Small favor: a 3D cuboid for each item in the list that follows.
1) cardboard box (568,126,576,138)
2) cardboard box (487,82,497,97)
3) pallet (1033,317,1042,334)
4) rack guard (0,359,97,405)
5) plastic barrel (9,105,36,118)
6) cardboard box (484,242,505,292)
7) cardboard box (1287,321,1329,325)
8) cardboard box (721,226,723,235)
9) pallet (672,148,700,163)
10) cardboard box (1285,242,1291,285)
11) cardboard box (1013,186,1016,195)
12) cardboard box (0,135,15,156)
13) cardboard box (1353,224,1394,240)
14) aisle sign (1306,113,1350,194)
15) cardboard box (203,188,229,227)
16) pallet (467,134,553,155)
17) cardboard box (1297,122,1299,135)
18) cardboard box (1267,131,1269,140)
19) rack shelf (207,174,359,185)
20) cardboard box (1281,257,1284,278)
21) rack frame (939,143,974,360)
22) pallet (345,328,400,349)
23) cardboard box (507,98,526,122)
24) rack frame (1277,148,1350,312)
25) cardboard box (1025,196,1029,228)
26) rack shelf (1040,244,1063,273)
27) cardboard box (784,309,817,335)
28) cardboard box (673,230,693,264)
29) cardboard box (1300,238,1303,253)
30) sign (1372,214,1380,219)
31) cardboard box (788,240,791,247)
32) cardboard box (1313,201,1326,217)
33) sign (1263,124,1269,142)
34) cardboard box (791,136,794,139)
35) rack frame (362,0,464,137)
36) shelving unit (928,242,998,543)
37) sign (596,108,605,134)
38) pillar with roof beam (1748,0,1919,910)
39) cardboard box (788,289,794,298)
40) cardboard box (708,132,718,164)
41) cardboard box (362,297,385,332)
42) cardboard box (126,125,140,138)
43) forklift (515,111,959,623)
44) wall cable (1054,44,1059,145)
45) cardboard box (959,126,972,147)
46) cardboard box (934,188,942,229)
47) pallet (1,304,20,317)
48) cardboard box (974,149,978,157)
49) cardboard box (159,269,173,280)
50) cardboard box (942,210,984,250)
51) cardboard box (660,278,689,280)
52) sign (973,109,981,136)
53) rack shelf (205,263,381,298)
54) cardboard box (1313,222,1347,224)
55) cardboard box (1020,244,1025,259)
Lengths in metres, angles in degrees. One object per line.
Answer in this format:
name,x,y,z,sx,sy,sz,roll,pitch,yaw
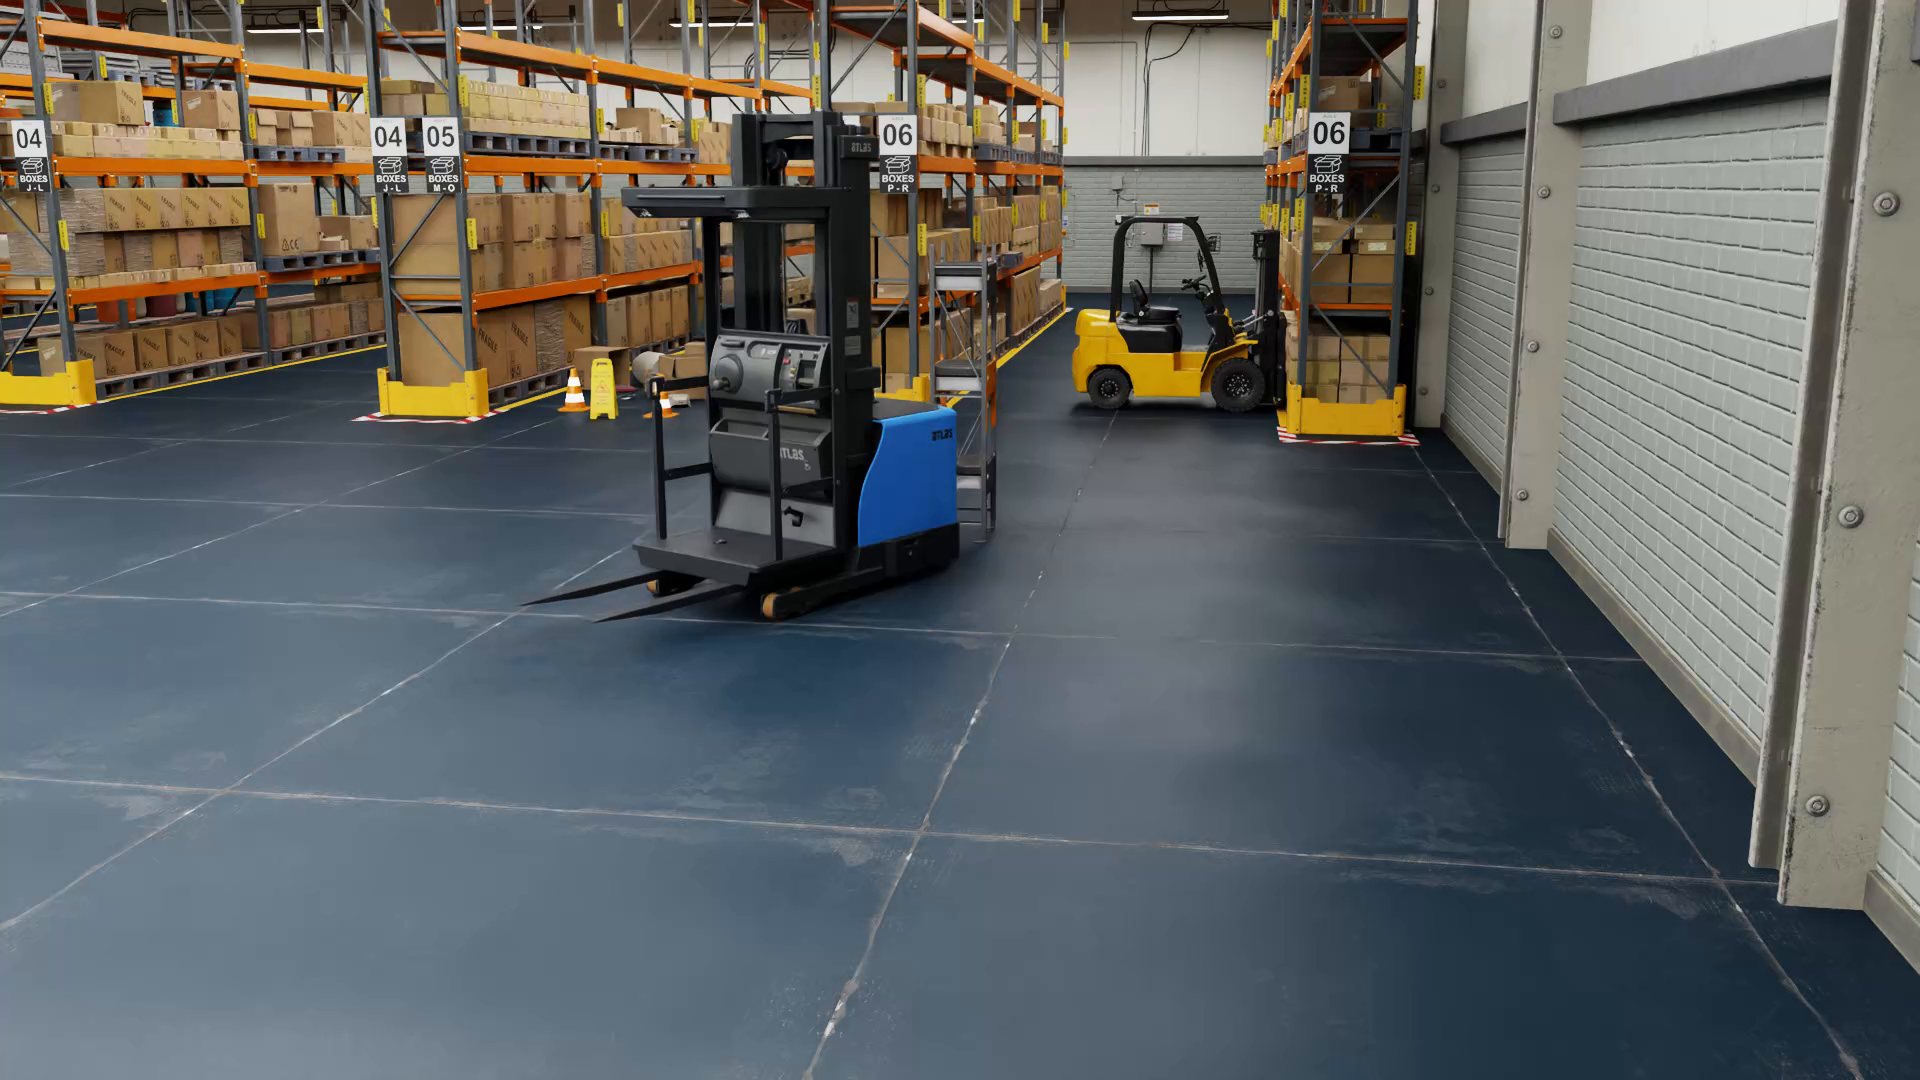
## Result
cardboard box,-5.048,-5.118,20.864,0.380,0.149,0.250,2,12,10
cardboard box,-5.402,-5.032,18.573,0.380,0.149,0.250,2,12,8
pallet,0.862,-3.713,28.719,1.003,0.211,1.213,2,12,9
rack guard,-10.720,-1.856,19.418,1.175,0.500,0.348,2,12,9
plastic barrel,-14.736,-6.435,26.423,0.600,0.901,0.600,0,12,0
cardboard box,-5.771,-3.147,19.121,0.875,0.550,0.550,2,12,9
cardboard box,3.954,-2.354,18.951,0.500,0.250,0.500,2,12,8
cardboard box,-4.146,-5.136,27.597,0.380,0.149,0.250,2,12,8
pallet,-4.662,-5.784,25.039,1.213,0.211,1.003,2,12,11
cardboard box,4.255,-3.378,20.312,0.500,0.500,0.500,2,12,7
cardboard box,0.787,-6.219,29.582,0.380,0.149,0.250,2,12,10
cardboard box,-10.908,-4.563,19.285,0.500,0.250,0.500,2,12,10
cardboard box,4.229,-3.155,17.030,0.380,0.149,0.250,2,12,8
aisle sign,3.665,-3.847,16.555,0.394,0.787,0.004,2,12,9
cardboard box,-9.989,-4.371,21.838,0.500,0.500,0.500,2,12,9
pallet,-5.557,-4.713,19.831,1.003,0.211,1.213,2,12,9
cardboard box,4.094,-4.768,19.237,0.380,0.149,0.250,2,12,10
cardboard box,5.332,-6.774,27.841,0.380,0.149,0.250,2,12,10
rack shelf,-13.472,-7.251,33.108,1.077,0.370,4.000,2,12,9
cardboard box,4.472,-3.558,21.740,0.500,0.250,0.500,2,12,8
rack frame,-0.324,-3.573,21.455,1.000,3.000,0.127,2,12,9
pallet,-9.623,-3.201,26.347,1.003,0.211,1.213,2,12,9
cardboard box,-5.364,-4.976,19.257,0.500,0.250,0.500,2,12,8
rack frame,5.196,-4.246,24.576,1.000,3.000,0.127,2,12,9
cardboard box,0.851,-5.354,27.107,0.500,0.500,0.500,2,12,10
rack shelf,1.214,-5.303,31.190,1.077,0.370,4.000,2,12,9
cardboard box,-2.088,-2.773,21.877,0.500,0.500,0.500,2,12,9
cardboard box,-4.420,-4.492,25.479,0.500,0.500,0.500,2,12,9
cardboard box,3.752,-3.082,17.398,0.380,0.149,0.250,2,12,10
sign,5.130,-3.858,20.530,0.100,0.325,0.005,2,12,9
cardboard box,-3.466,-5.690,31.872,0.380,0.149,0.250,2,12,10
cardboard box,6.303,-5.819,29.743,0.500,0.500,0.500,2,12,7
sign,5.890,-7.823,31.976,0.100,0.325,0.005,2,12,9
cardboard box,-3.374,-7.699,31.700,0.380,0.149,0.250,2,12,10
rack frame,-5.846,-5.813,17.605,1.000,3.000,0.127,2,12,9
shelving unit,0.025,-1.061,11.932,0.431,2.100,0.503,2,12,9
sign,-4.682,-5.453,21.640,0.100,0.325,0.005,2,12,9
pillar with roof beam,-1.136,-3.271,5.809,9.100,9.000,0.400,2,12,9
cardboard box,-3.402,-4.721,31.845,0.380,0.149,0.250,2,12,9
cardboard box,-4.195,-6.275,26.634,0.500,0.500,0.500,2,12,9
cardboard box,-9.584,-3.580,26.375,0.700,0.500,0.500,1,12,6
cardboard box,-10.227,-4.969,20.221,0.380,0.149,0.250,1,12,6
forklift,-1.302,-1.073,10.016,1.130,2.935,3.031,9,15,37
wall cable,2.118,-10.197,37.950,0.463,3.000,0.029,2,12,9
cardboard box,-0.126,-5.011,20.654,0.500,0.250,0.500,2,12,8
cardboard box,-0.606,-4.172,20.915,0.700,0.500,0.500,2,12,8
pallet,-18.762,-4.348,31.667,1.003,0.211,1.213,2,12,9
cardboard box,0.085,-5.604,23.514,0.797,0.503,0.637,2,12,9
cardboard box,-10.218,-3.356,21.042,0.380,0.149,0.250,2,12,9
cardboard box,0.031,-4.061,21.778,0.500,0.500,0.500,2,12,10
cardboard box,-4.703,-4.152,27.294,0.500,0.250,0.500,2,12,9
sign,0.213,-5.276,21.010,0.100,0.325,0.005,2,12,9
rack shelf,-9.809,-3.959,24.952,1.077,0.370,4.000,2,12,9
cardboard box,3.945,-3.331,17.845,0.380,0.149,0.250,2,12,9
cardboard box,0.763,-4.643,26.774,0.500,0.250,0.500,2,12,11
